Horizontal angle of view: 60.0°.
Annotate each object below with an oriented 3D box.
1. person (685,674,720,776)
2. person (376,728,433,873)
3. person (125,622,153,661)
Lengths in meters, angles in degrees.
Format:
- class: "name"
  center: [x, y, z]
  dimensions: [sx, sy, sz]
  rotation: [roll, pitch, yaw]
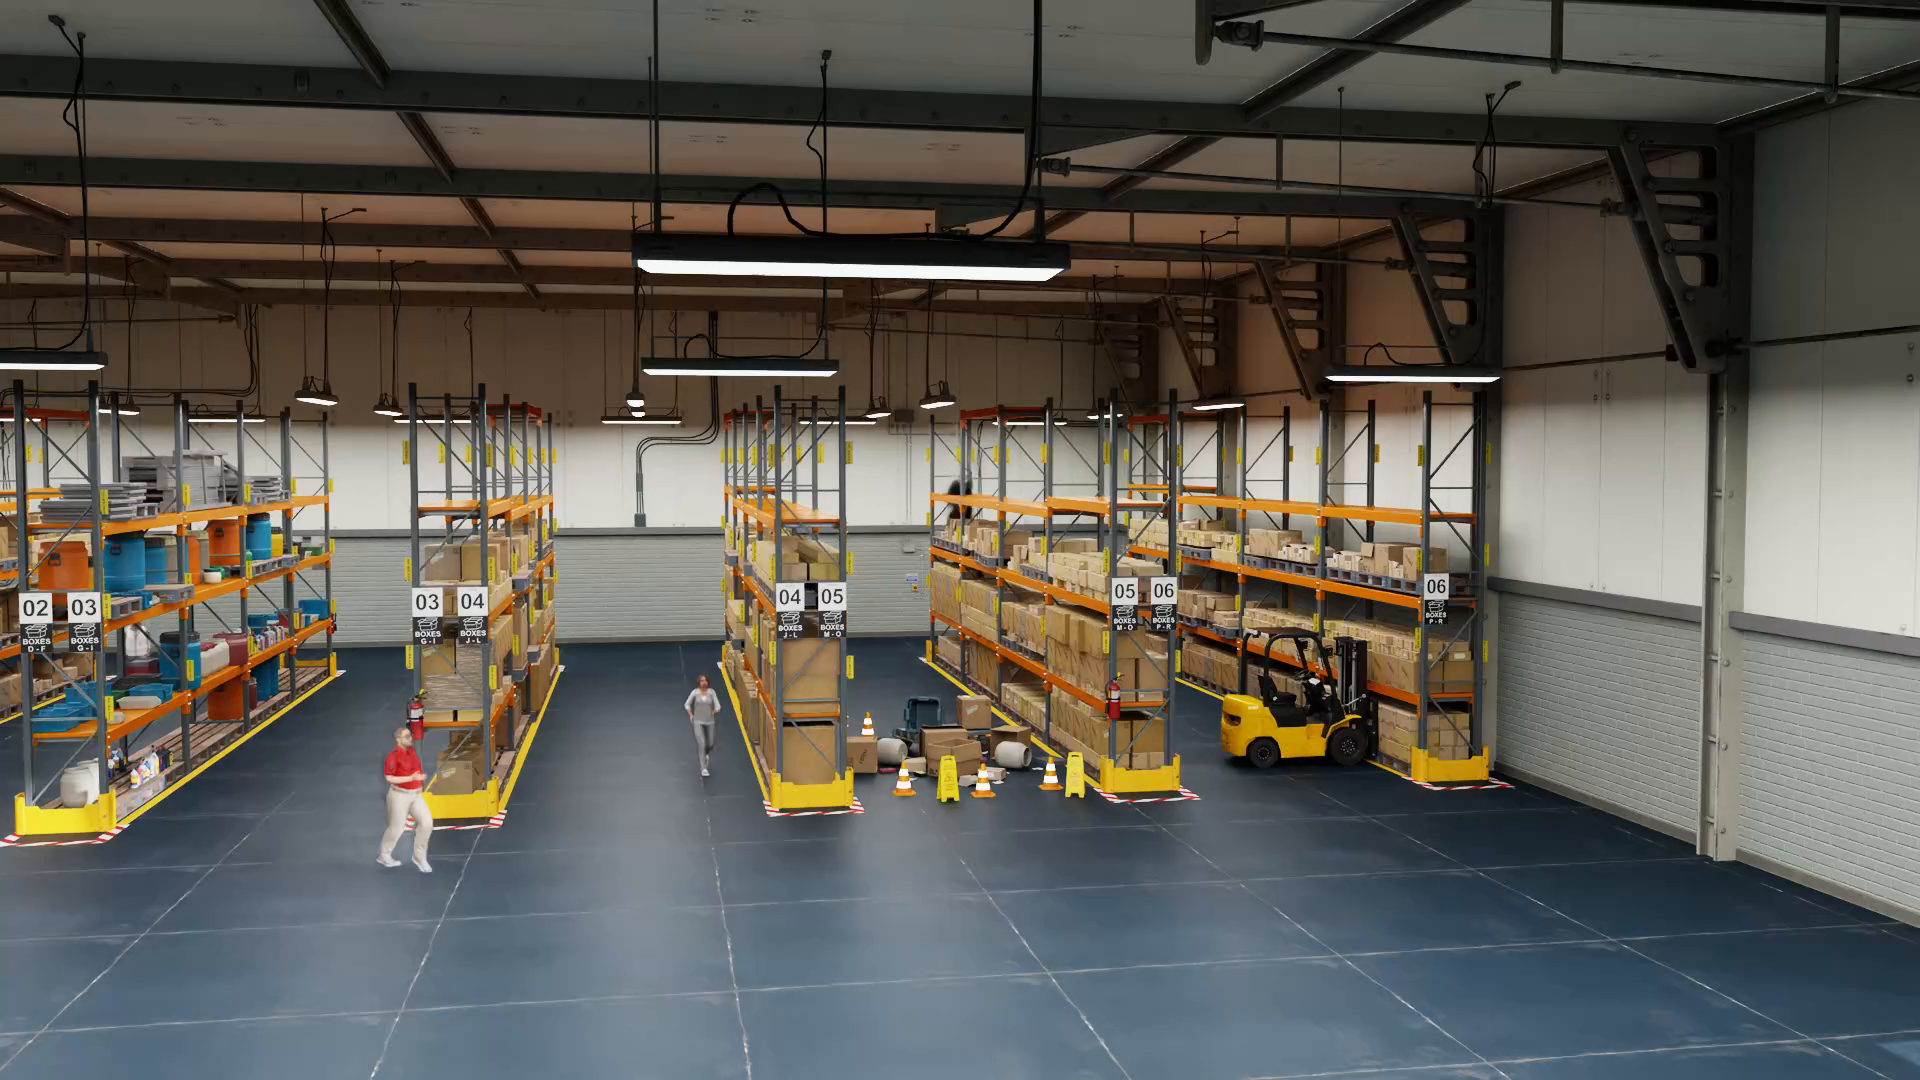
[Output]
- class: "person"
  center: [-4.048, 2.897, 26.182]
  dimensions: [0.547, 1.551, 0.755]
  rotation: [-1, 3, -17]
- class: "person"
  center: [-6.667, 3.144, 19.965]
  dimensions: [0.795, 1.800, 0.640]
  rotation: [1, 3, 23]
- class: "person"
  center: [-17.199, 2.384, 34.728]
  dimensions: [0.654, 1.732, 0.738]
  rotation: [-1, 3, -26]
